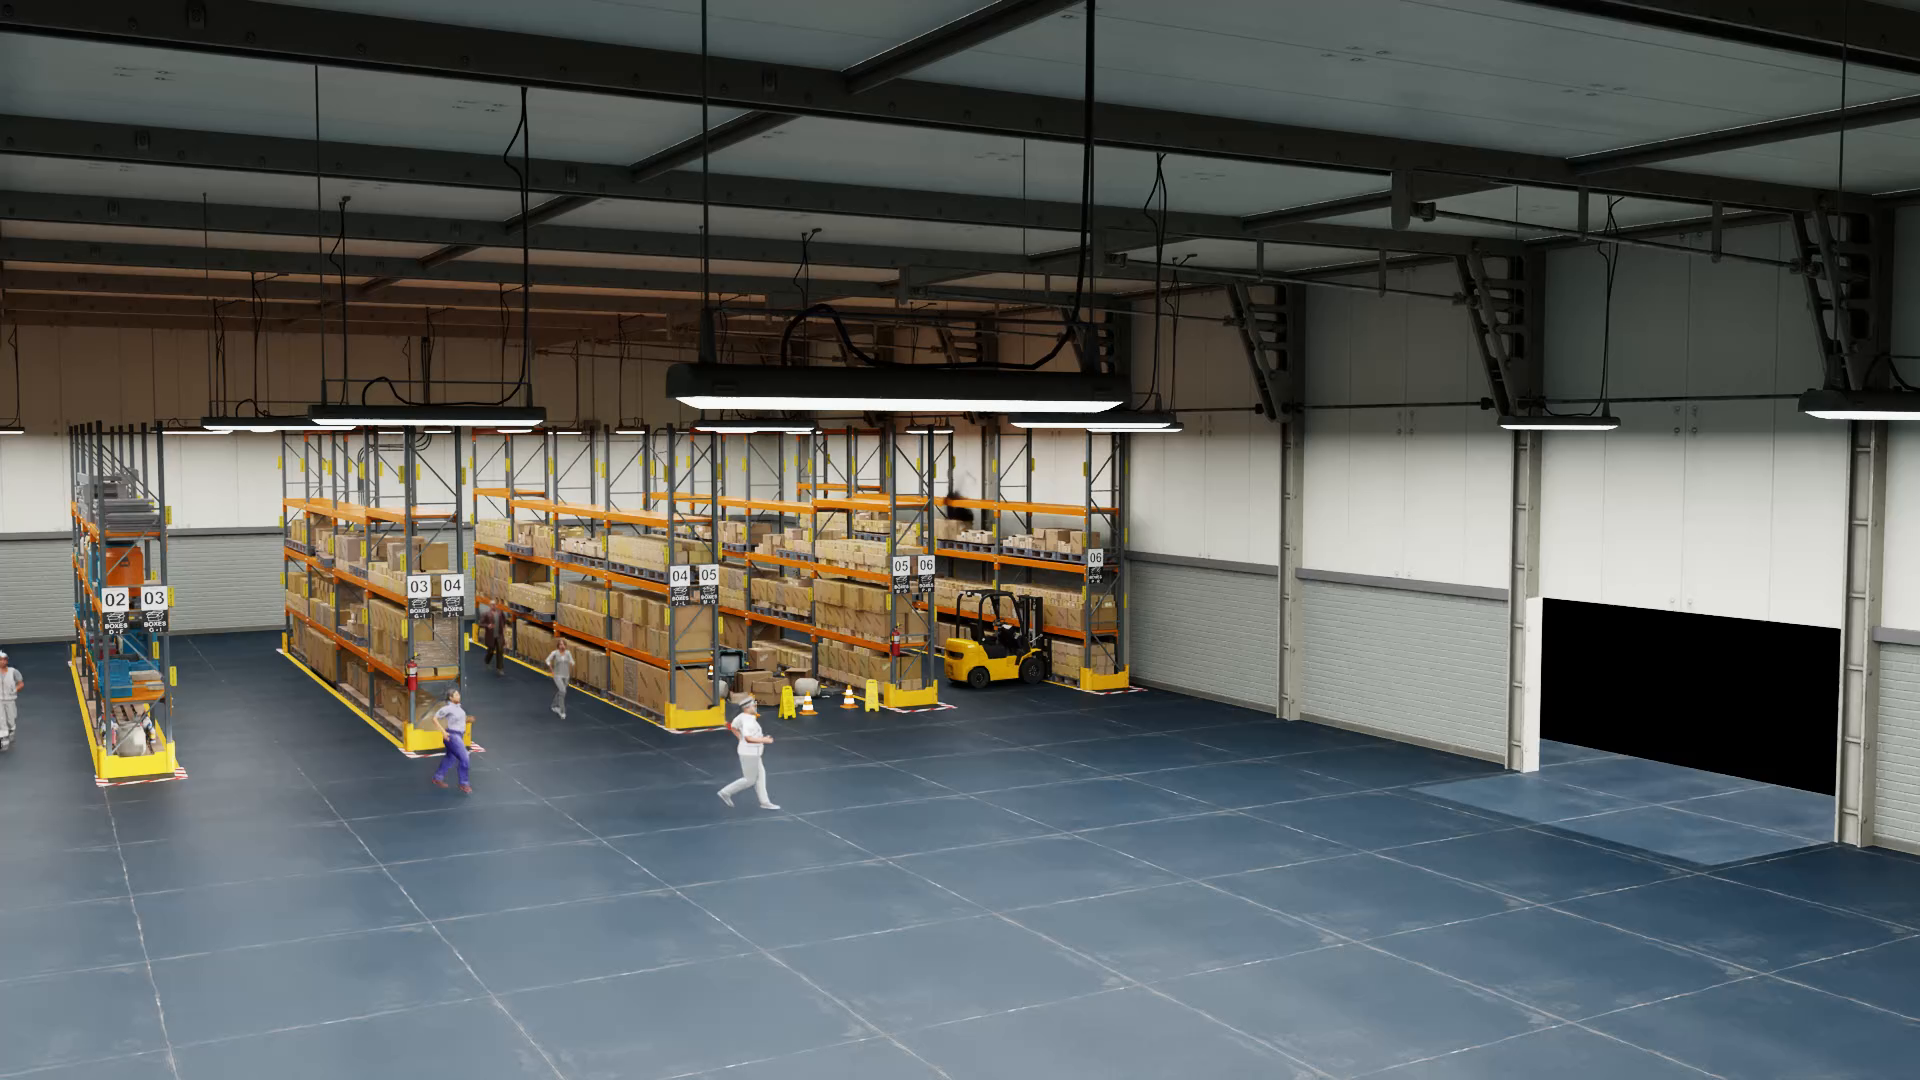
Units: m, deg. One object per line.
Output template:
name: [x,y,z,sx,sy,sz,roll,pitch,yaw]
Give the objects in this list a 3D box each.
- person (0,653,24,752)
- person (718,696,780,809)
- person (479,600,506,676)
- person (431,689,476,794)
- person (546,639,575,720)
person: [-17.539,2.950,30.492,0.663,1.777,0.803,-2,4,-29]
person: [-3.222,3.264,25.354,0.954,1.779,0.664,-1,4,-12]
person: [-11.232,2.338,40.074,0.710,1.781,1.048,-2,4,-33]
person: [-8.170,3.245,26.791,0.755,1.709,0.581,0,4,-2]
person: [-8.129,2.836,33.947,0.509,1.650,0.721,-3,5,-40]
